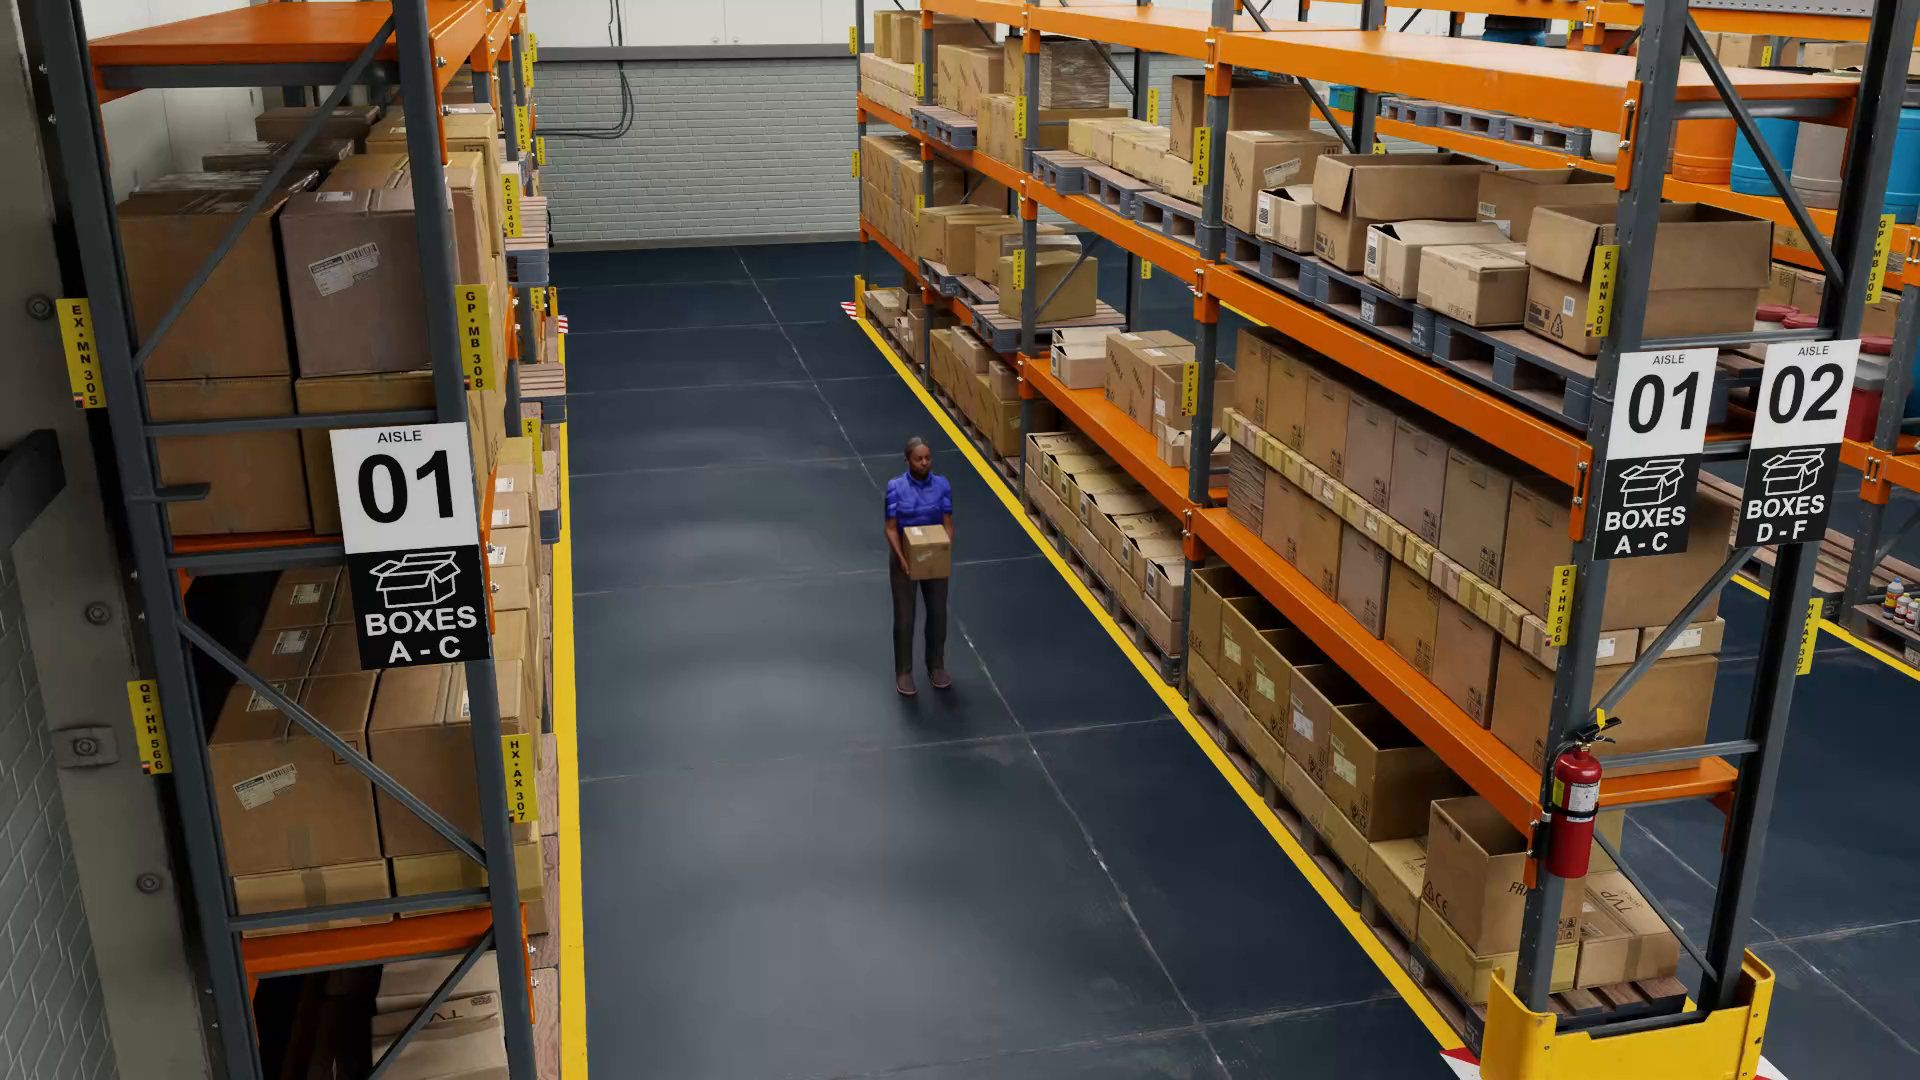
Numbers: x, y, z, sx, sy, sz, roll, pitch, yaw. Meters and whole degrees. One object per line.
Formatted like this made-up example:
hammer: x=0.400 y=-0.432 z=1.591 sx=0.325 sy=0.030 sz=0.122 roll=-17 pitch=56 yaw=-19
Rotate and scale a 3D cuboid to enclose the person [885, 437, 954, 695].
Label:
person: x=-0.249 y=0.177 z=10.599 sx=0.449 sy=1.655 sz=0.500 roll=-4 pitch=20 yaw=-12
